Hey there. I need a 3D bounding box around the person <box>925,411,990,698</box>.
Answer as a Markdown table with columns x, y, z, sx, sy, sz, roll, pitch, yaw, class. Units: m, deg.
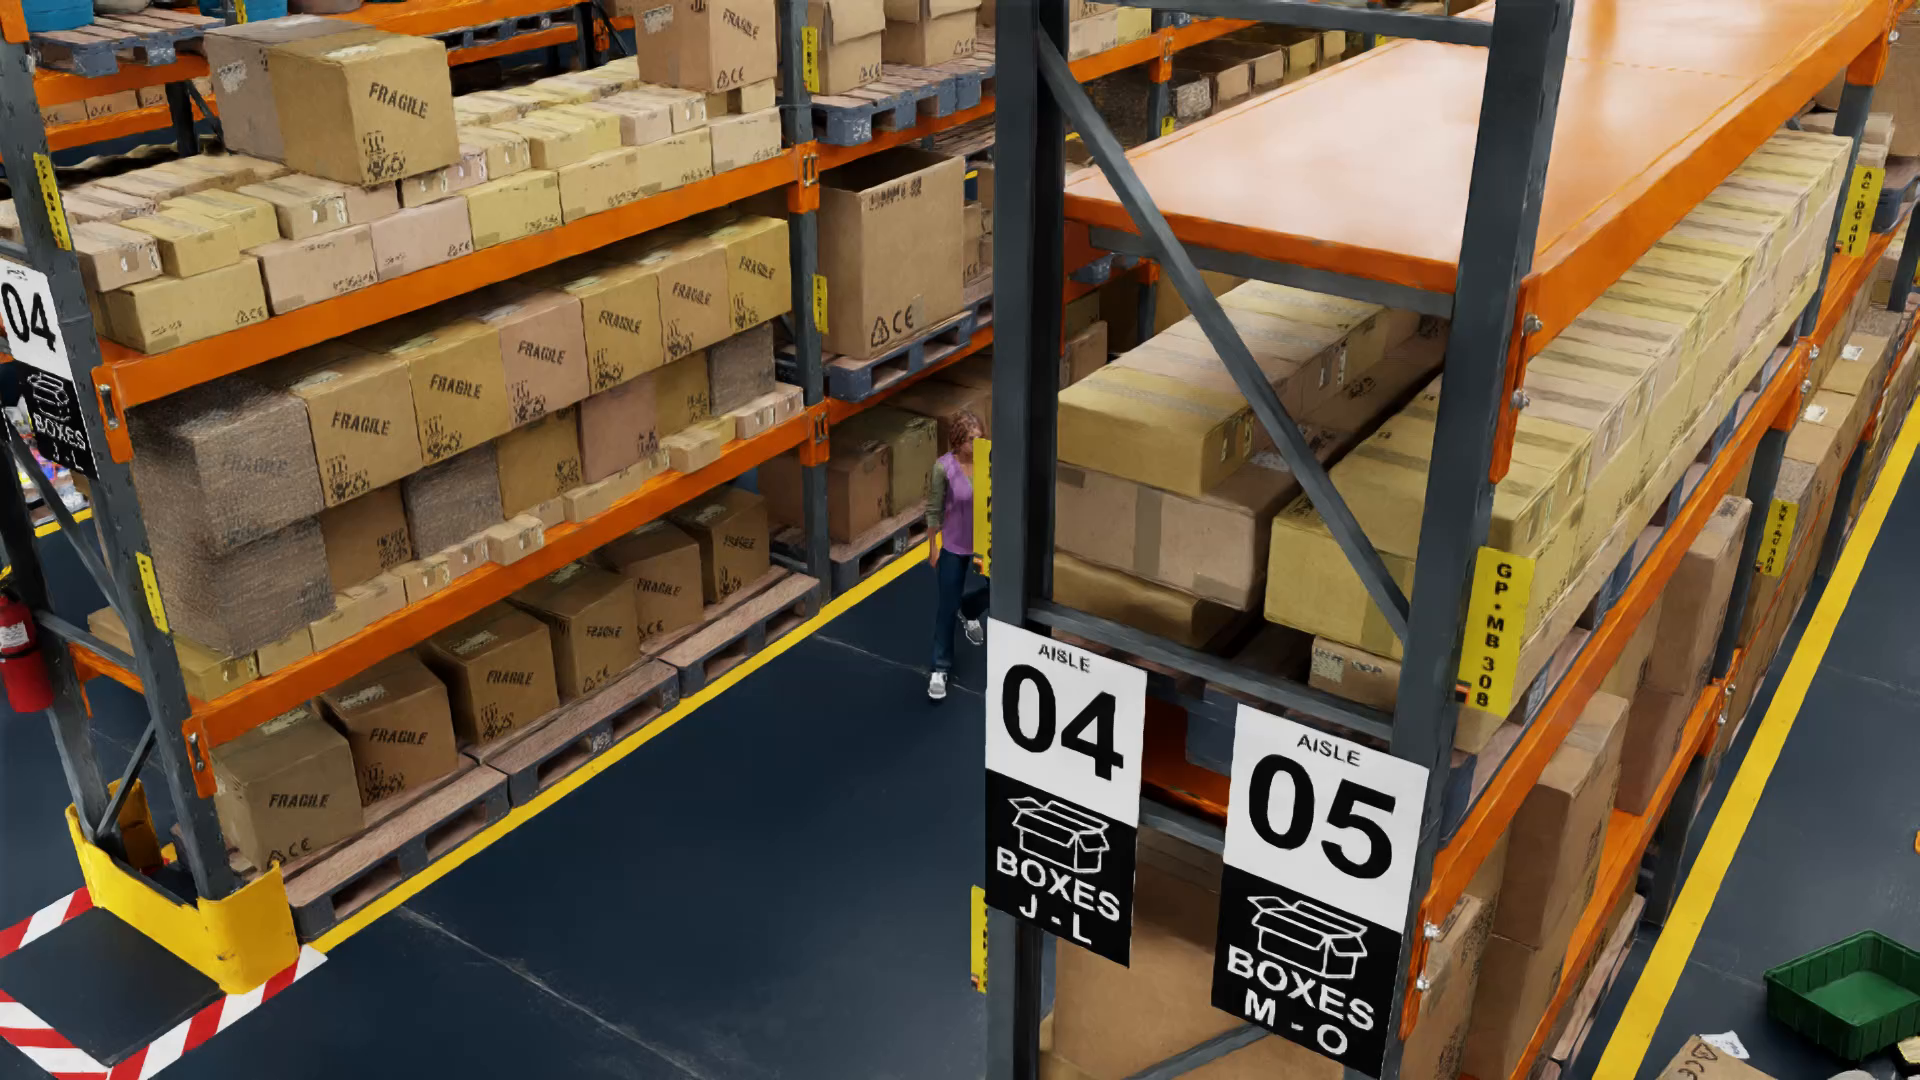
| x | y | z | sx | sy | sz | roll | pitch | yaw | class |
| --- | --- | --- | --- | --- | --- | --- | --- | --- | --- |
| -0.004 | 0.019 | 9.086 | 0.546 | 1.589 | 0.575 | -11 | 29 | -20 | person |
